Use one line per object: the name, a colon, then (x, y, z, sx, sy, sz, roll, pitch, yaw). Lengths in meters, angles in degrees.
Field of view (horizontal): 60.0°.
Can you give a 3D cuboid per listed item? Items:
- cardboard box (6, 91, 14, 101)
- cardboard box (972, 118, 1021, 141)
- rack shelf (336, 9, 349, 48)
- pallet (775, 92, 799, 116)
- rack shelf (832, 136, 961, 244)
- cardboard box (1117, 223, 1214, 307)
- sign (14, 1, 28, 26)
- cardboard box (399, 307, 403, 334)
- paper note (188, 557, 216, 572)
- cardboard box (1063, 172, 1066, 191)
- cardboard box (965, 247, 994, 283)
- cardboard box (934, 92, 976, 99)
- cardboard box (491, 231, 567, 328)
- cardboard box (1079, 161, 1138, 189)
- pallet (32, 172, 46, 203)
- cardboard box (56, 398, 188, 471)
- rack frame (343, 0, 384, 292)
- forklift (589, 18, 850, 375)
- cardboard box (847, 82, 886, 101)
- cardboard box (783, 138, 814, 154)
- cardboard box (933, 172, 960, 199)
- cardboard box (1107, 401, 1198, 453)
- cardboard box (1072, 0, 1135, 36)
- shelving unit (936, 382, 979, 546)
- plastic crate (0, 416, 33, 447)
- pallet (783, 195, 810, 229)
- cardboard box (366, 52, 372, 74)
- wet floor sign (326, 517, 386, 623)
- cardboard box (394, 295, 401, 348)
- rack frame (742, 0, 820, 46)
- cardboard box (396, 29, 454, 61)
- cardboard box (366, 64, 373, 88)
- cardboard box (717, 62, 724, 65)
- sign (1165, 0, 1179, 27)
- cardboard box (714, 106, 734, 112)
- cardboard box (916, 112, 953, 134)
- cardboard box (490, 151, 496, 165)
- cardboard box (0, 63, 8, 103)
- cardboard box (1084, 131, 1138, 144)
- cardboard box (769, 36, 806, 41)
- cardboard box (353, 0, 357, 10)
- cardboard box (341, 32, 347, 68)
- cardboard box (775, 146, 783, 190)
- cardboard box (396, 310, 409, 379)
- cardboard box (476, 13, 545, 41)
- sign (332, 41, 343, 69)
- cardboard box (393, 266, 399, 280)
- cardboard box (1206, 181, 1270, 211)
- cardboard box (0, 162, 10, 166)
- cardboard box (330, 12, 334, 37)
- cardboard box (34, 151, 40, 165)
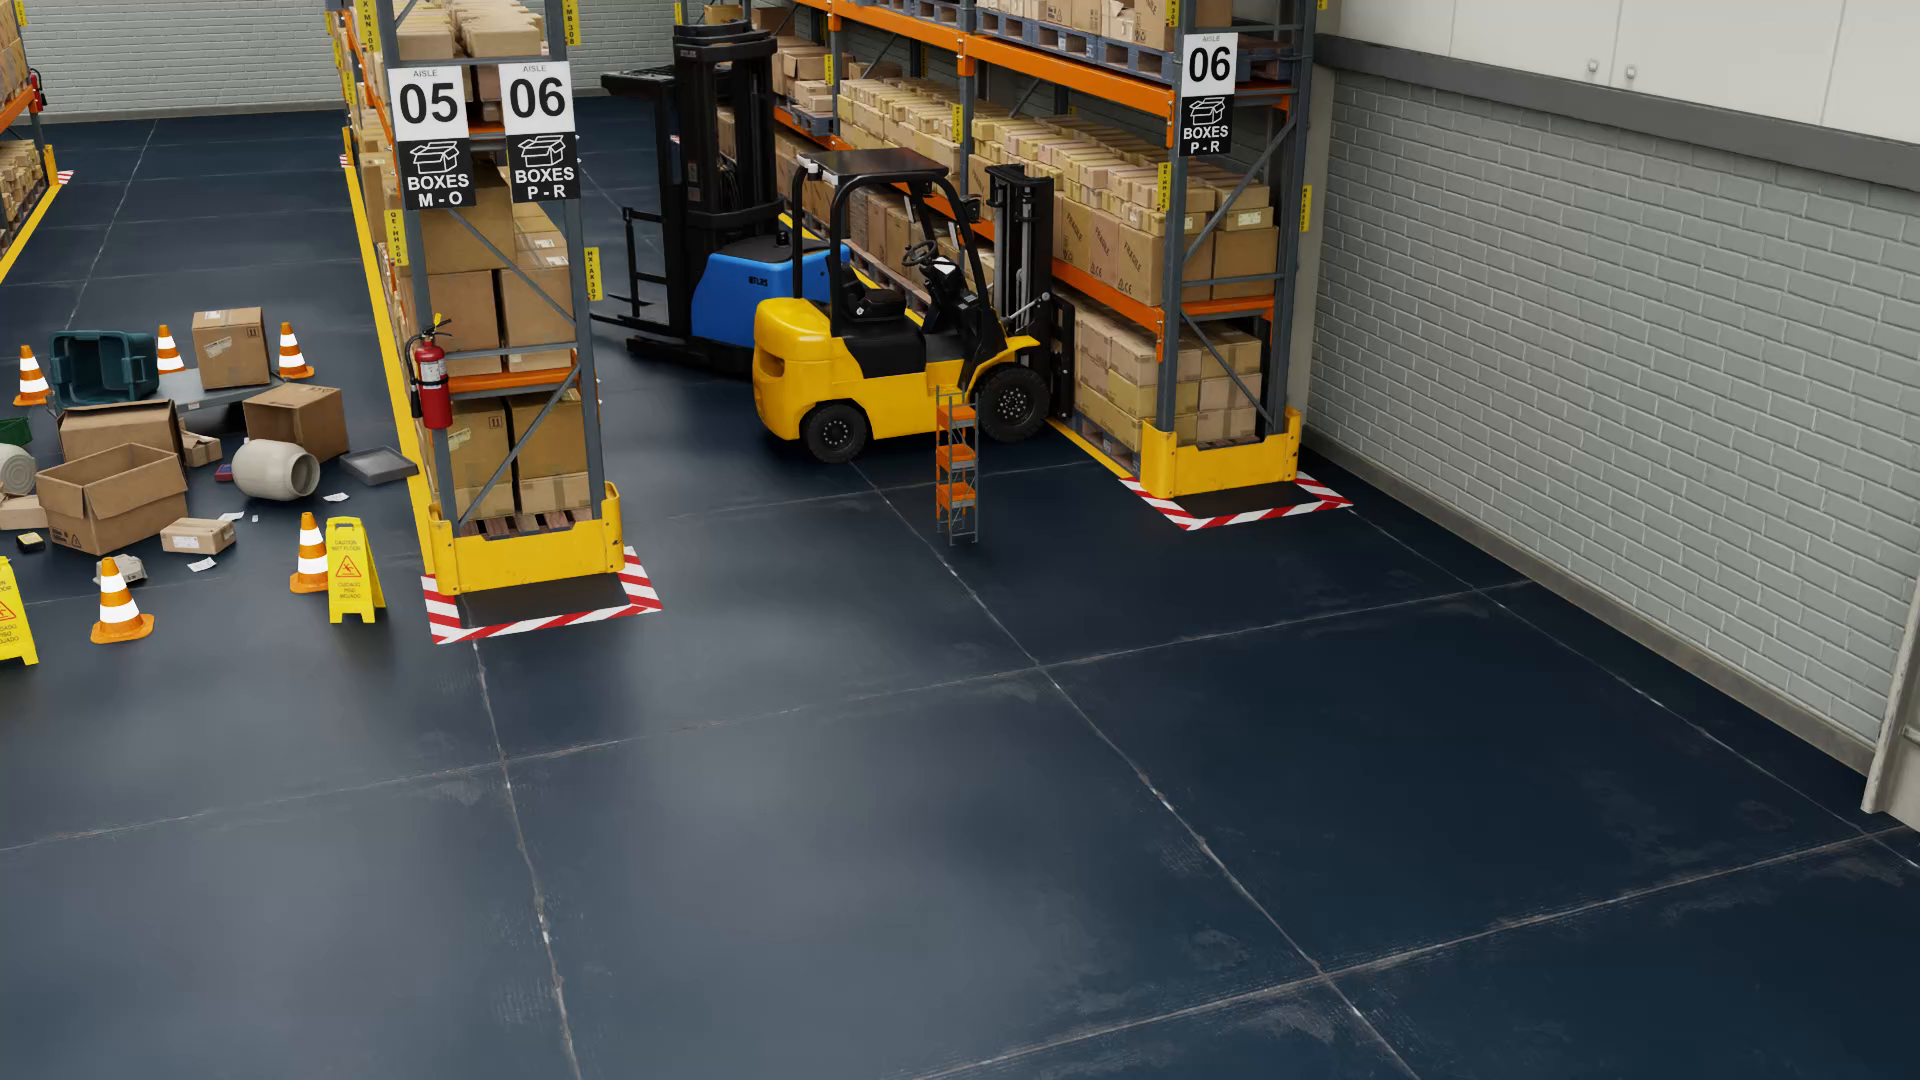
cardboard box: (-12.278, -5.669, 21.163, 0.380, 0.149, 0.250, -9, 25, -21)
cardboard box: (0.322, -3.602, 14.588, 0.380, 0.149, 0.250, -8, 24, -18)
rack shelf: (-6.275, -5.825, 18.273, 1.077, 0.370, 4.000, -8, 24, -19)
pallet: (-1.618, -5.348, 20.323, 1.003, 0.211, 1.213, -8, 24, -19)
rack shelf: (-0.220, -3.672, 17.026, 1.077, 0.370, 4.000, -8, 24, -19)
cardboard box: (1.480, -2.012, 12.034, 0.500, 0.500, 0.500, -9, 24, -20)
sign: (-12.464, -6.987, 22.067, 0.100, 0.325, 0.005, -8, 24, -19)
cardboard box: (-4.029, -1.674, 12.558, 0.380, 0.149, 0.250, -7, 24, -17)
paper note: (-4.939, 0.157, 10.839, 0.148, 0.019, 0.142, -18, 29, -37)
cardboard box: (1.035, -2.822, 13.119, 0.380, 0.149, 0.250, -9, 24, -19)
cardboard box: (0.364, -2.445, 14.902, 0.500, 0.250, 0.500, -9, 24, -20)
cardboard box: (-0.053, -4.538, 17.191, 0.380, 0.149, 0.250, -9, 24, -20)
cardboard box: (-2.836, -1.722, 10.962, 0.500, 0.500, 0.500, -8, 24, -17)
cardboard box: (1.128, -2.764, 12.598, 0.380, 0.149, 0.250, -8, 24, -18)
pallet: (-12.709, -4.626, 21.954, 1.003, 0.211, 1.213, -8, 24, -19)
cardboard box: (-6.070, -0.683, 12.047, 0.797, 0.637, 0.503, -8, 24, -19)
rack frame: (-5.569, -4.048, 16.992, 1.000, 3.000, 0.127, -8, 24, -19)
forklift: (-2.445, -3.150, 14.949, 3.031, 2.935, 1.130, 16, 28, 33)
cardboard box: (-0.994, -4.822, 17.865, 0.380, 0.149, 0.250, -8, 24, -18)
cardboard box: (-2.027, -4.982, 21.051, 0.380, 0.149, 0.250, -8, 24, -19)
cardboard box: (0.064, -3.355, 15.541, 0.500, 0.250, 0.500, -8, 24, -18)
cardboard box: (1.438, -0.877, 12.469, 0.500, 0.250, 0.500, -8, 24, -19)
cardboard box: (1.247, -4.005, 12.229, 0.700, 0.500, 0.500, -8, 24, -19)
shelving unit: (-0.019, -0.503, 11.092, 0.215, 1.050, 0.252, -8, 24, -19)
plastic crate: (-7.464, -0.726, 12.657, 0.450, 0.188, 0.662, -6, 21, 12)
pallet: (-1.582, -4.164, 20.859, 1.003, 0.211, 1.213, -8, 24, -19)
cardboard box: (-3.720, -3.294, 11.152, 0.500, 0.250, 0.500, -8, 24, -18)
wet floor sign: (-3.676, 0.160, 10.040, 0.267, 0.644, 0.232, 0, 23, -1)
cardboard box: (-4.600, -2.028, 15.042, 0.950, 0.372, 0.625, -7, 24, -16)
rack frame: (-2.339, -6.184, 22.059, 1.000, 3.000, 0.127, -8, 24, -19)
cardboard box: (-3.138, -2.857, 9.602, 0.380, 0.149, 0.250, -8, 24, -18)
cardboard box: (-3.902, -3.234, 11.521, 0.380, 0.149, 0.250, -9, 24, -20)
cardboard box: (-3.102, -6.766, 23.252, 0.500, 0.250, 0.500, -9, 24, -19)
sign: (1.387, -3.508, 10.810, 0.100, 0.325, 0.005, -8, 24, -19)
cardboard box: (-3.360, -6.128, 24.604, 0.700, 0.500, 0.500, -7, 24, -17)
cardboard box: (-0.204, -3.980, 15.868, 0.380, 0.149, 0.250, -9, 25, -21)
cardboard box: (-4.053, -3.181, 13.882, 0.500, 0.500, 0.500, -8, 24, -18)
cardboard box: (-11.842, -5.550, 20.044, 0.500, 0.500, 0.500, -9, 24, -20)
cardboard box: (1.258, -3.314, 13.903, 0.380, 0.149, 0.250, -9, 24, -20)
cardboard box: (-2.378, -6.217, 21.468, 0.700, 0.500, 0.500, -8, 24, -18)
cardboard box: (-4.350, -4.069, 12.477, 0.380, 0.149, 0.250, -9, 24, -20)
cardboard box: (-6.890, -5.628, 19.324, 0.500, 0.500, 0.500, -8, 24, -19)
cardboard box: (-2.182, -4.827, 21.517, 0.500, 0.500, 0.500, -9, 24, -20)
cardboard box: (-4.200, -1.615, 13.254, 0.500, 0.500, 0.500, -7, 24, -16)
cardboard box: (-2.831, -3.222, 10.468, 0.380, 0.149, 0.250, -8, 24, -19)
sign: (-7.500, -5.860, 20.075, 0.100, 0.325, 0.005, -8, 24, -19)
cardboard box: (-3.897, -2.216, 12.134, 0.500, 0.500, 0.500, -9, 24, -19)
cardboard box: (1.981, -2.457, 11.870, 0.380, 0.149, 0.250, -9, 24, -20)
cardboard box: (-11.983, -4.569, 20.593, 0.380, 0.149, 0.250, -9, 25, -21)
cardboard box: (-8.492, -7.248, 23.168, 0.500, 0.500, 0.500, -9, 24, -20)
cardboard box: (-12.537, -5.103, 22.242, 0.380, 0.149, 0.250, -9, 24, -20)
